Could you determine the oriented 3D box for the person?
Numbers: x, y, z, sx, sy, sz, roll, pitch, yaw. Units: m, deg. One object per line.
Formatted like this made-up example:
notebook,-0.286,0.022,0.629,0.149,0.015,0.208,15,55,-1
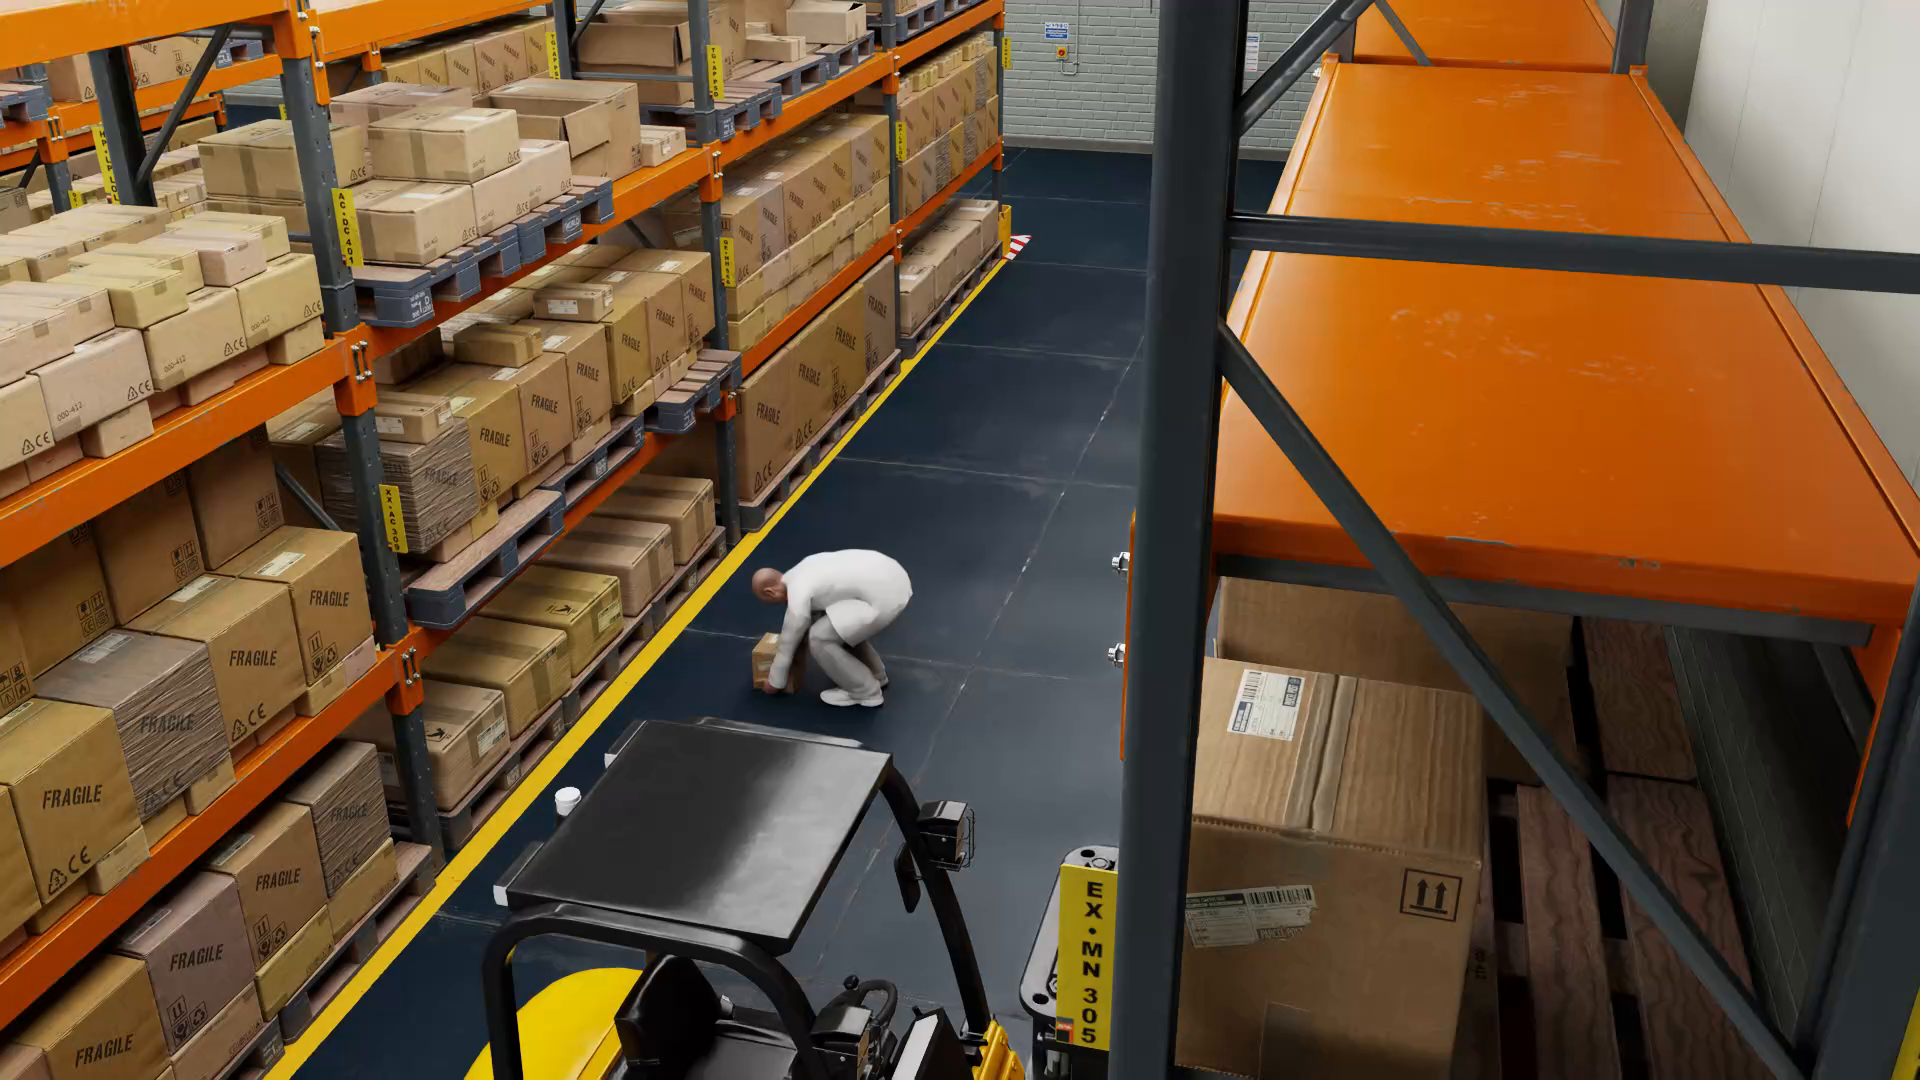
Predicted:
person,-0.749,0.492,9.746,0.952,0.911,0.590,5,25,11
